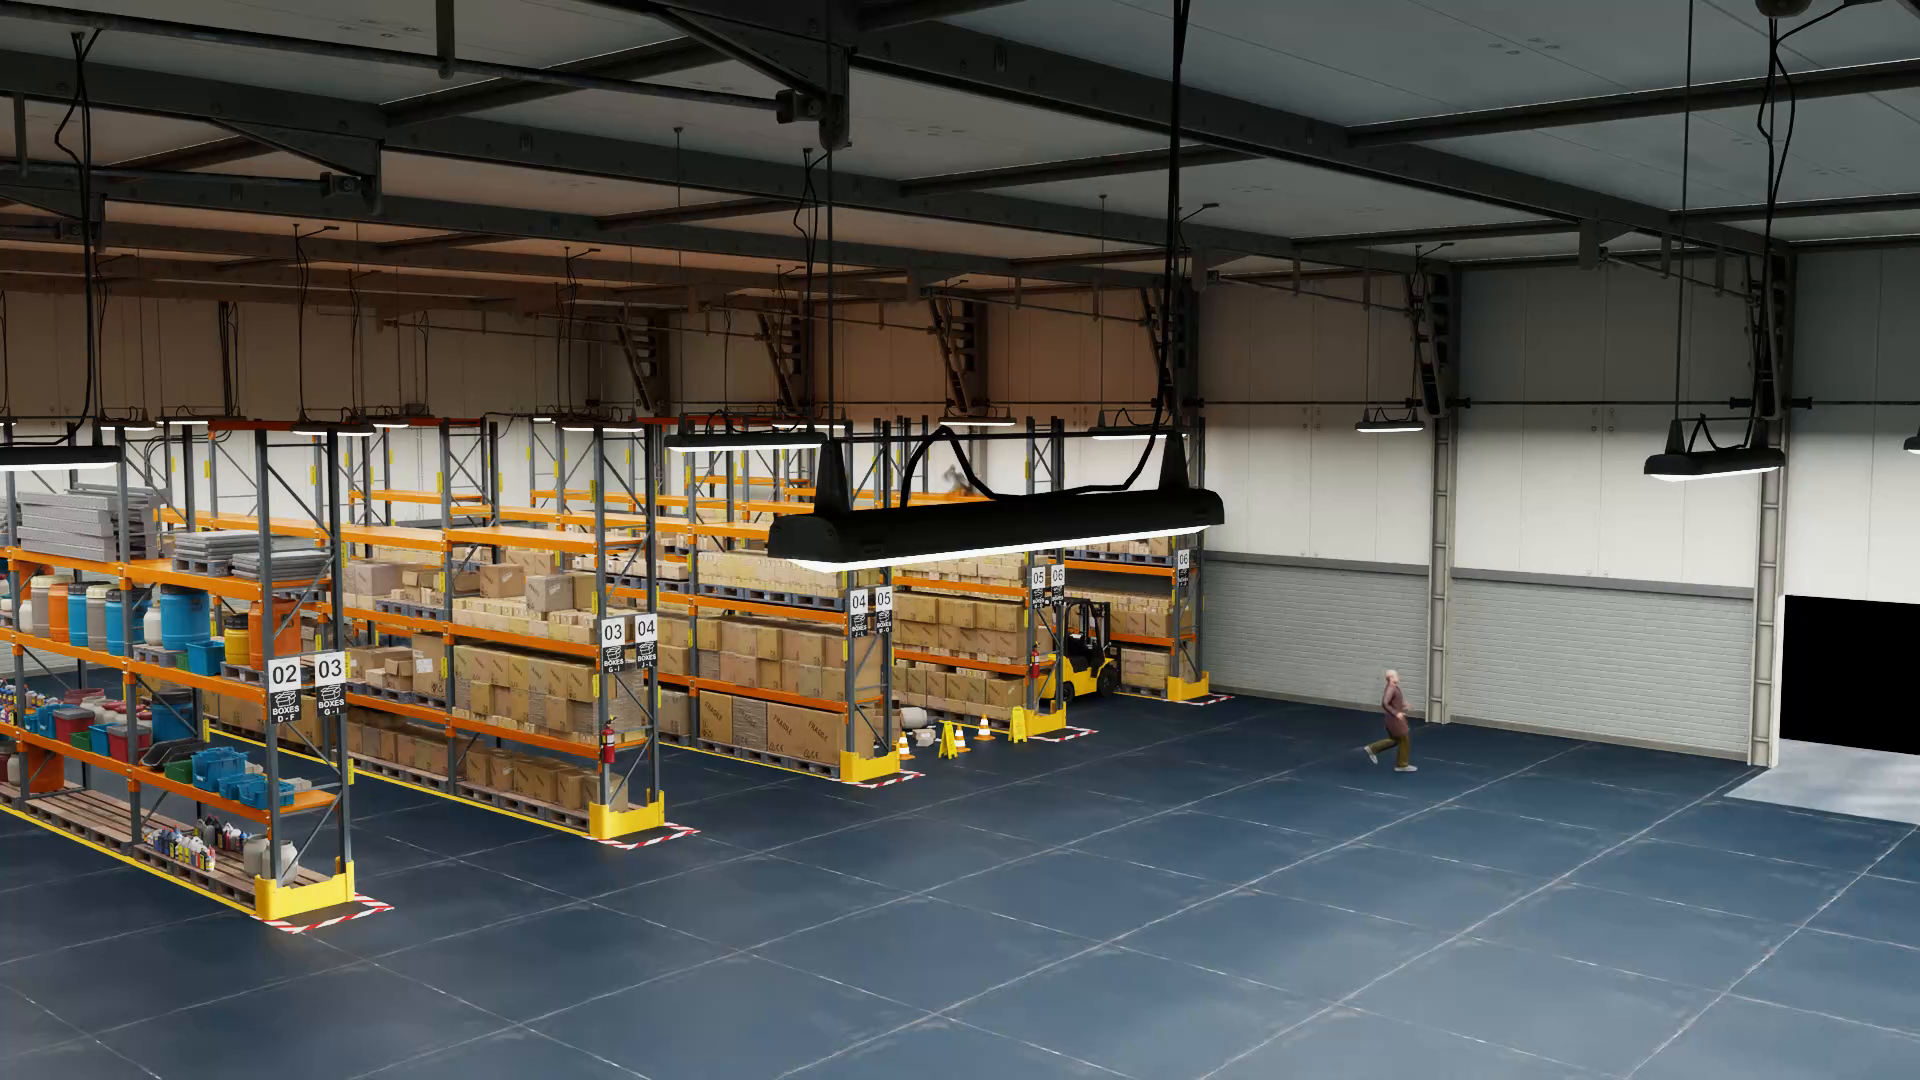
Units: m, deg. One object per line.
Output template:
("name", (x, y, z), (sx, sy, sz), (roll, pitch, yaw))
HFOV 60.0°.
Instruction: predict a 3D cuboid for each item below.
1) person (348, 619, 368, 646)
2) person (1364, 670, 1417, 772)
("person", (-14.173, 2.212, 39.384), (0.546, 1.750, 0.725), (4, 6, 37))
("person", (7.393, 3.092, 28.494), (0.897, 1.745, 0.720), (1, 5, 10))
